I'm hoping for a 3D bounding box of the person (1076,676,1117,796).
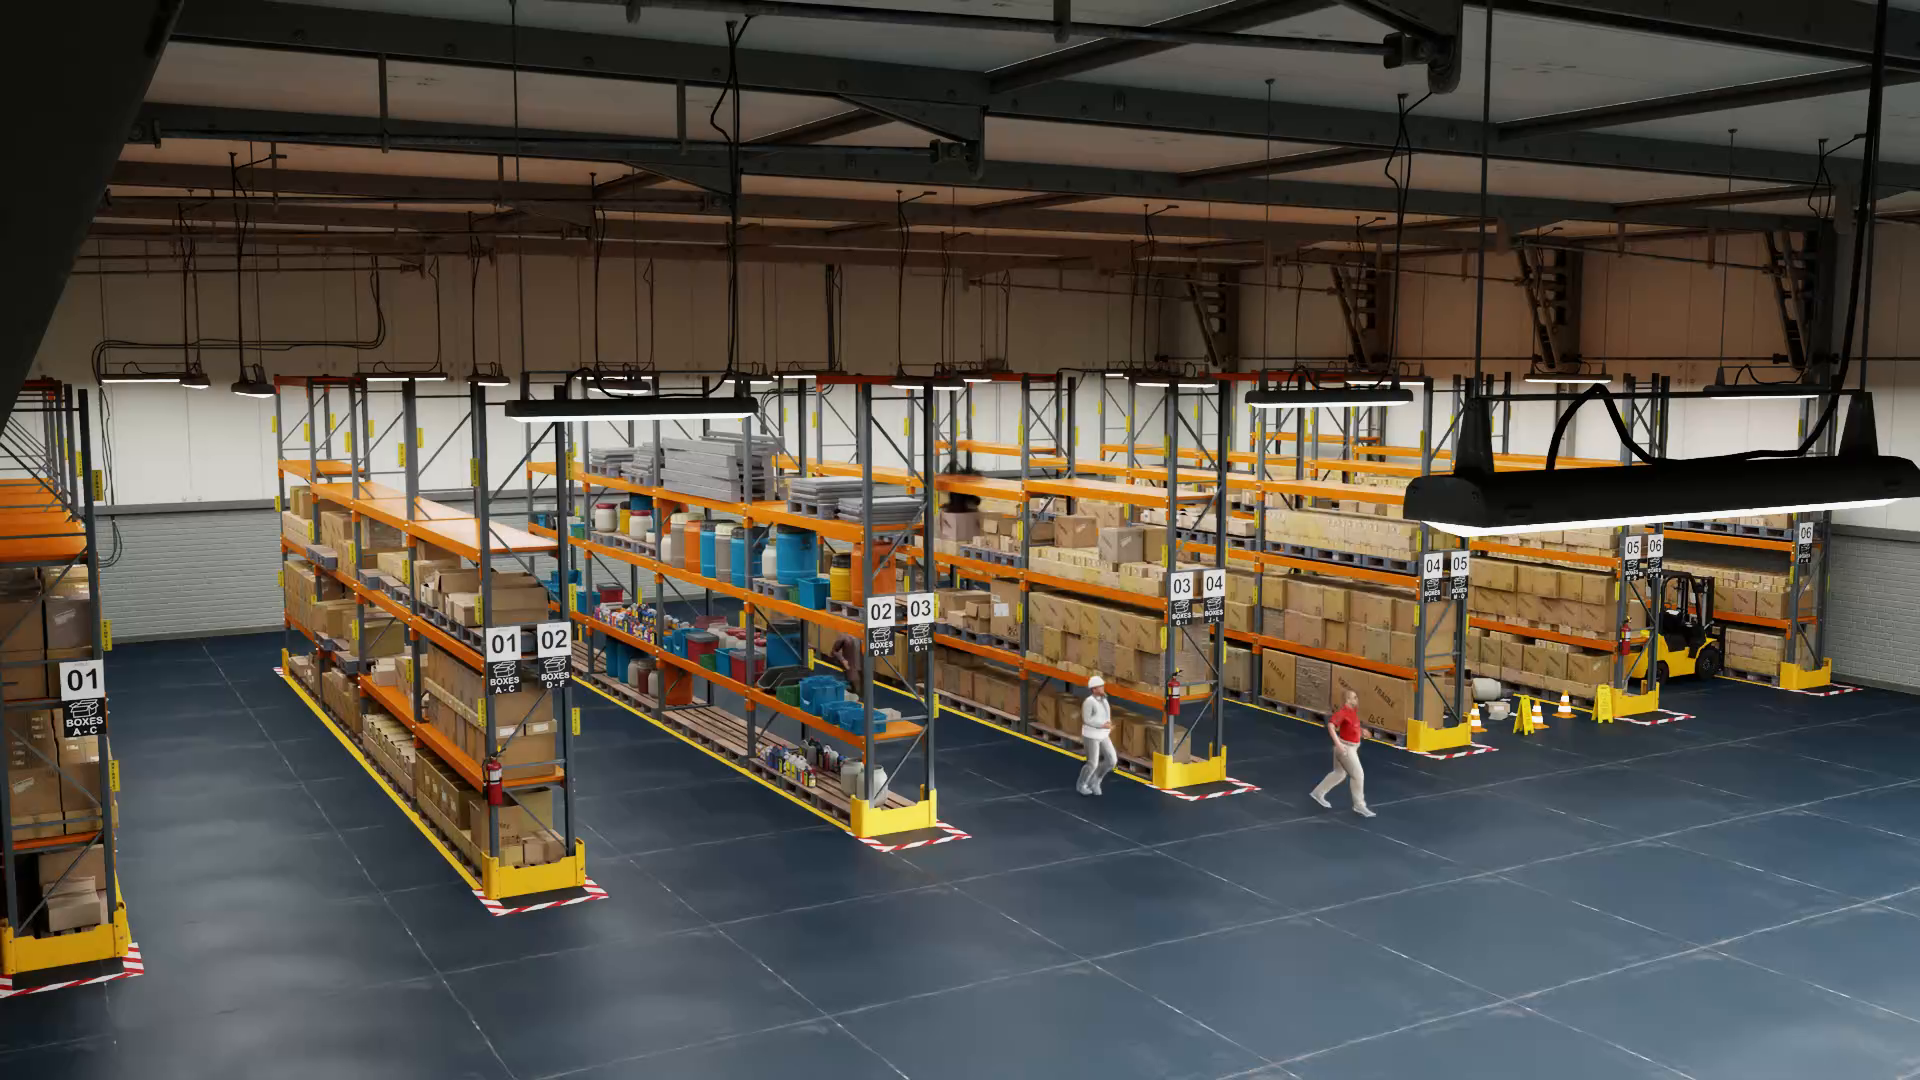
[{"bbox_3d":[2.002,2.837,24.018,0.669,1.768,0.667,5,8,38],"label":"person"}]

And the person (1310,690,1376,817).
[{"bbox_3d":[5.369,2.948,23.144,0.854,1.757,0.659,1,6,12],"label":"person"}]

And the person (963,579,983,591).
[{"bbox_3d":[0.293,0.878,42.613,0.886,1.606,0.551,-4,7,-30],"label":"person"}]

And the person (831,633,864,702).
[{"bbox_3d":[-1.914,2.262,29.317,0.715,1.735,0.826,-5,8,-41],"label":"person"}]
